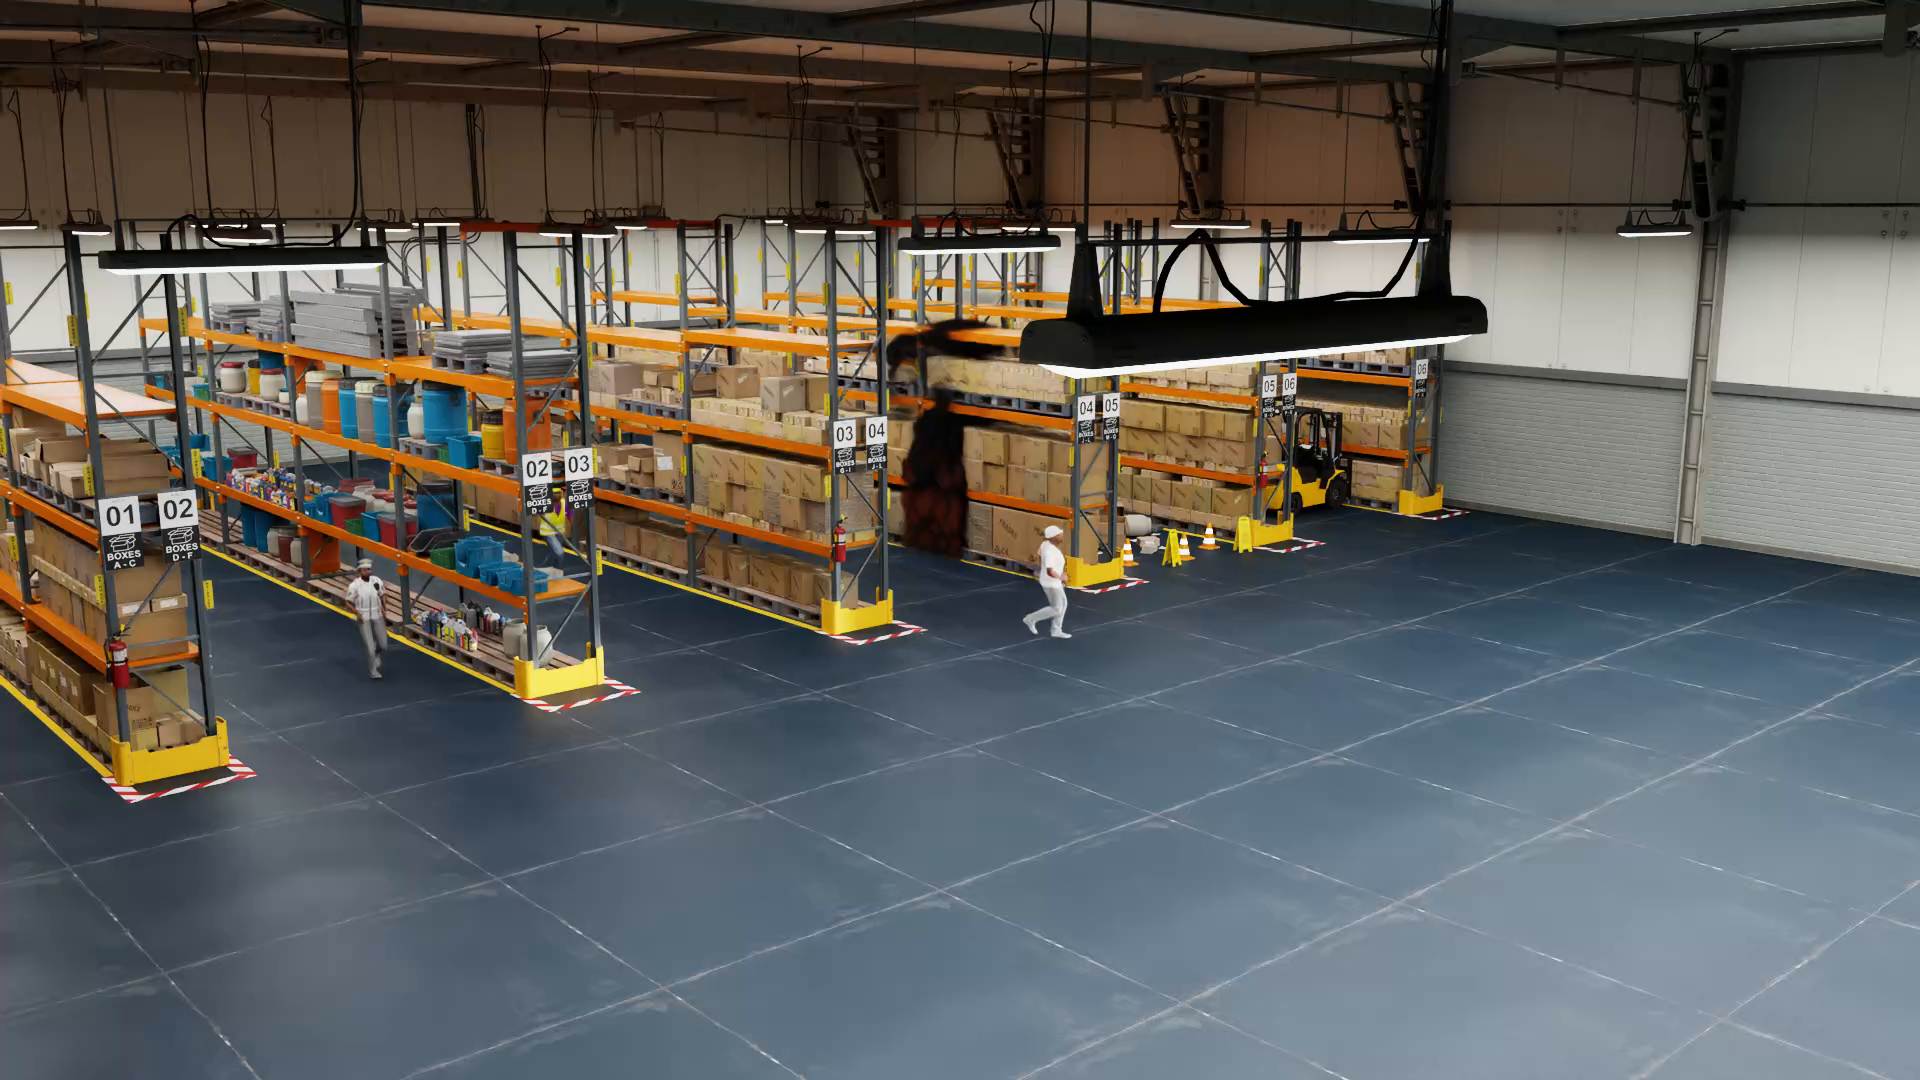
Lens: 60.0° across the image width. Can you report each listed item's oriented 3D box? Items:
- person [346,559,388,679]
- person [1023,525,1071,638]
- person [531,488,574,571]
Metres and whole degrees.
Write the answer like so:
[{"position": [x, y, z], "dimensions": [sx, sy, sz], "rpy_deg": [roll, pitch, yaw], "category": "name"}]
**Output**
[{"position": [-7.994, 1.049, 22.488], "dimensions": [0.555, 1.654, 0.550], "rpy_deg": [-8, 14, -33], "category": "person"}, {"position": [1.296, 0.628, 24.268], "dimensions": [0.733, 1.723, 0.742], "rpy_deg": [-1, 11, -6], "category": "person"}, {"position": [-6.811, -0.065, 27.791], "dimensions": [0.838, 1.788, 0.729], "rpy_deg": [11, 16, 43], "category": "person"}]
